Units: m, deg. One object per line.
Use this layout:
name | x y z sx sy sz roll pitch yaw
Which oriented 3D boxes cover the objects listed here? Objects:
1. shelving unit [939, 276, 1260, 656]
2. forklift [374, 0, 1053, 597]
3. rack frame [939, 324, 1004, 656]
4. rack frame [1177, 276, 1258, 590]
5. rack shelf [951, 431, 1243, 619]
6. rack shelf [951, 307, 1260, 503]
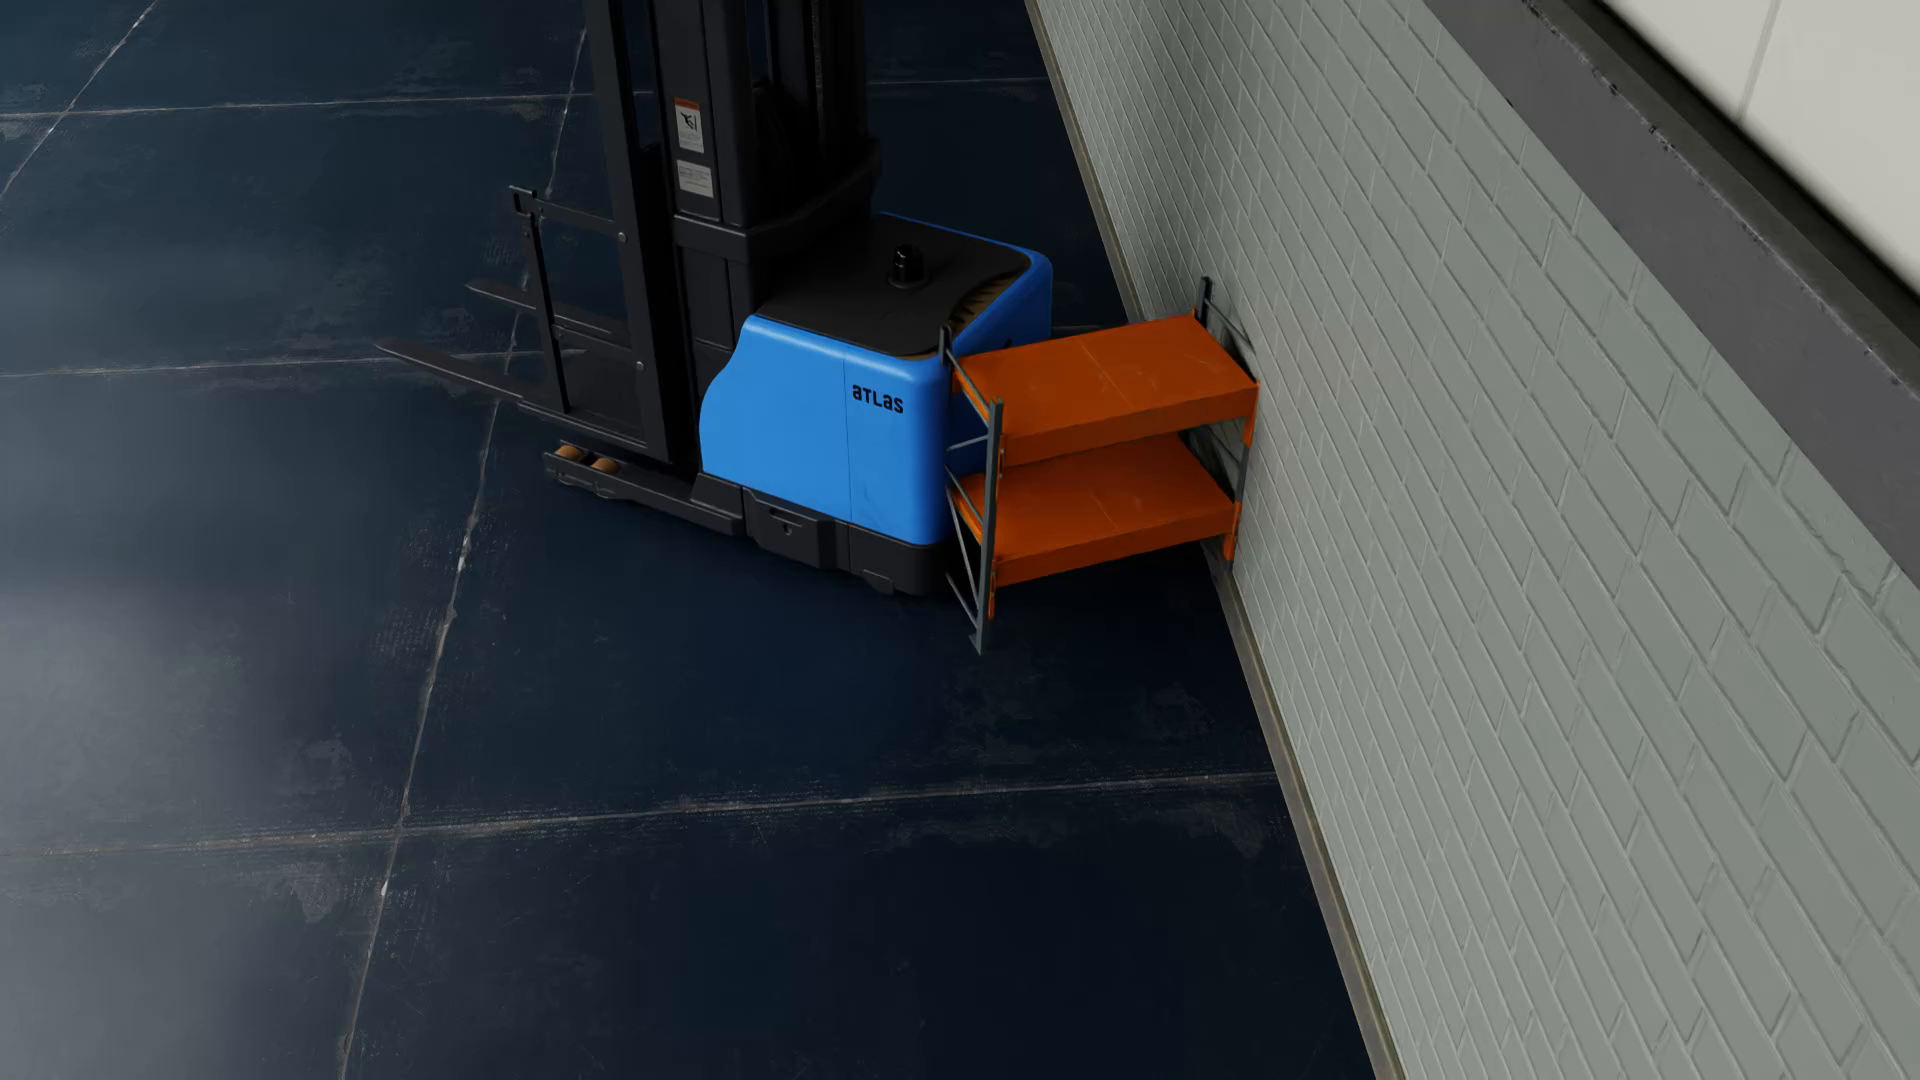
shelving unit | 0.488 -0.269 6.080 1.048 1.125 0.538 -13 42 -18
forklift | -1.167 -1.591 6.400 3.031 2.935 1.130 19 42 22
rack frame | 0.016 -0.161 5.925 0.032 1.125 0.500 -13 42 -18
rack frame | 0.959 -0.376 6.235 0.032 1.125 0.500 -13 42 -18
rack shelf | 0.479 -0.081 6.237 1.000 0.278 0.538 -13 42 -18
rack shelf | 0.498 -0.493 5.892 1.000 0.278 0.538 -13 42 -18
